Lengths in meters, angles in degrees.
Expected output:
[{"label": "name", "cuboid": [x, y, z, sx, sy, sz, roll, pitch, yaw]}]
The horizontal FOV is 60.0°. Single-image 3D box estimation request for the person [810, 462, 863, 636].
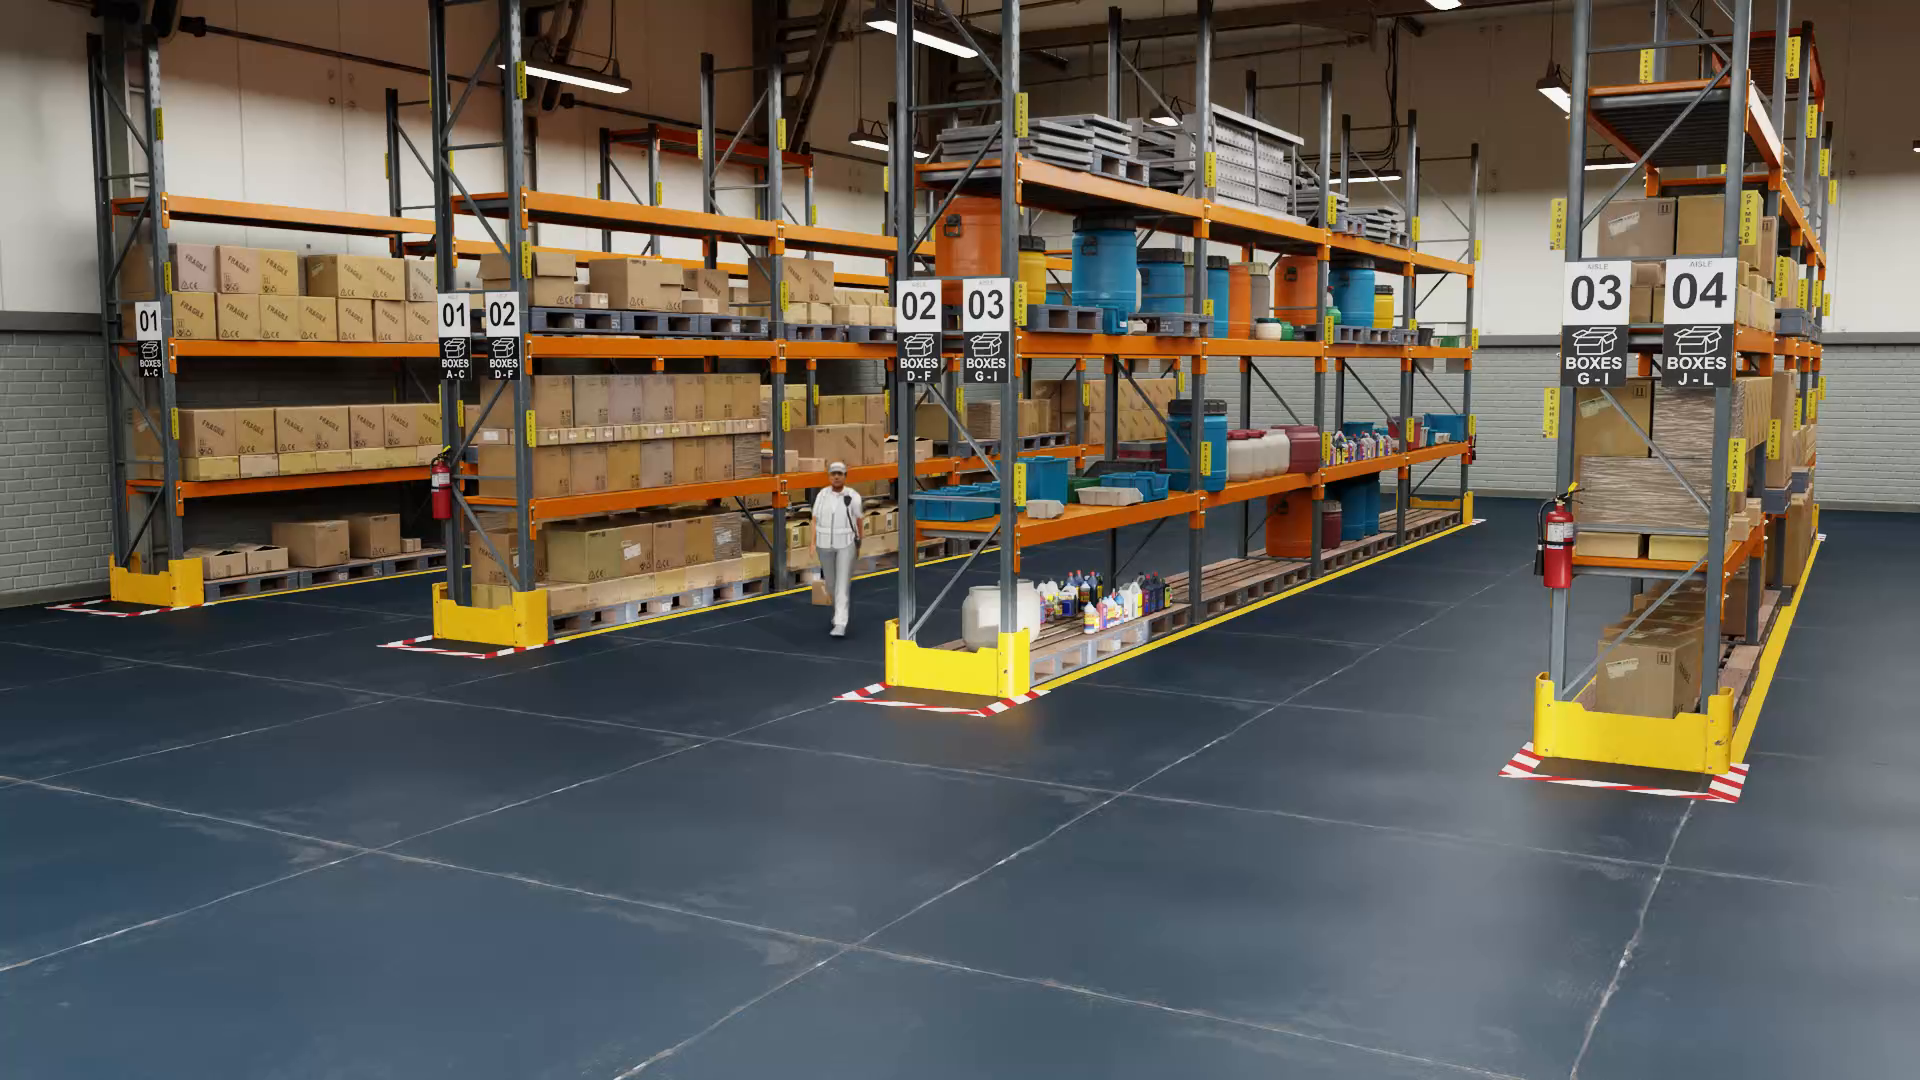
[{"label": "person", "cuboid": [-1.184, 0.061, 15.806, 0.469, 1.606, 1.019, 1, 6, 12]}]
